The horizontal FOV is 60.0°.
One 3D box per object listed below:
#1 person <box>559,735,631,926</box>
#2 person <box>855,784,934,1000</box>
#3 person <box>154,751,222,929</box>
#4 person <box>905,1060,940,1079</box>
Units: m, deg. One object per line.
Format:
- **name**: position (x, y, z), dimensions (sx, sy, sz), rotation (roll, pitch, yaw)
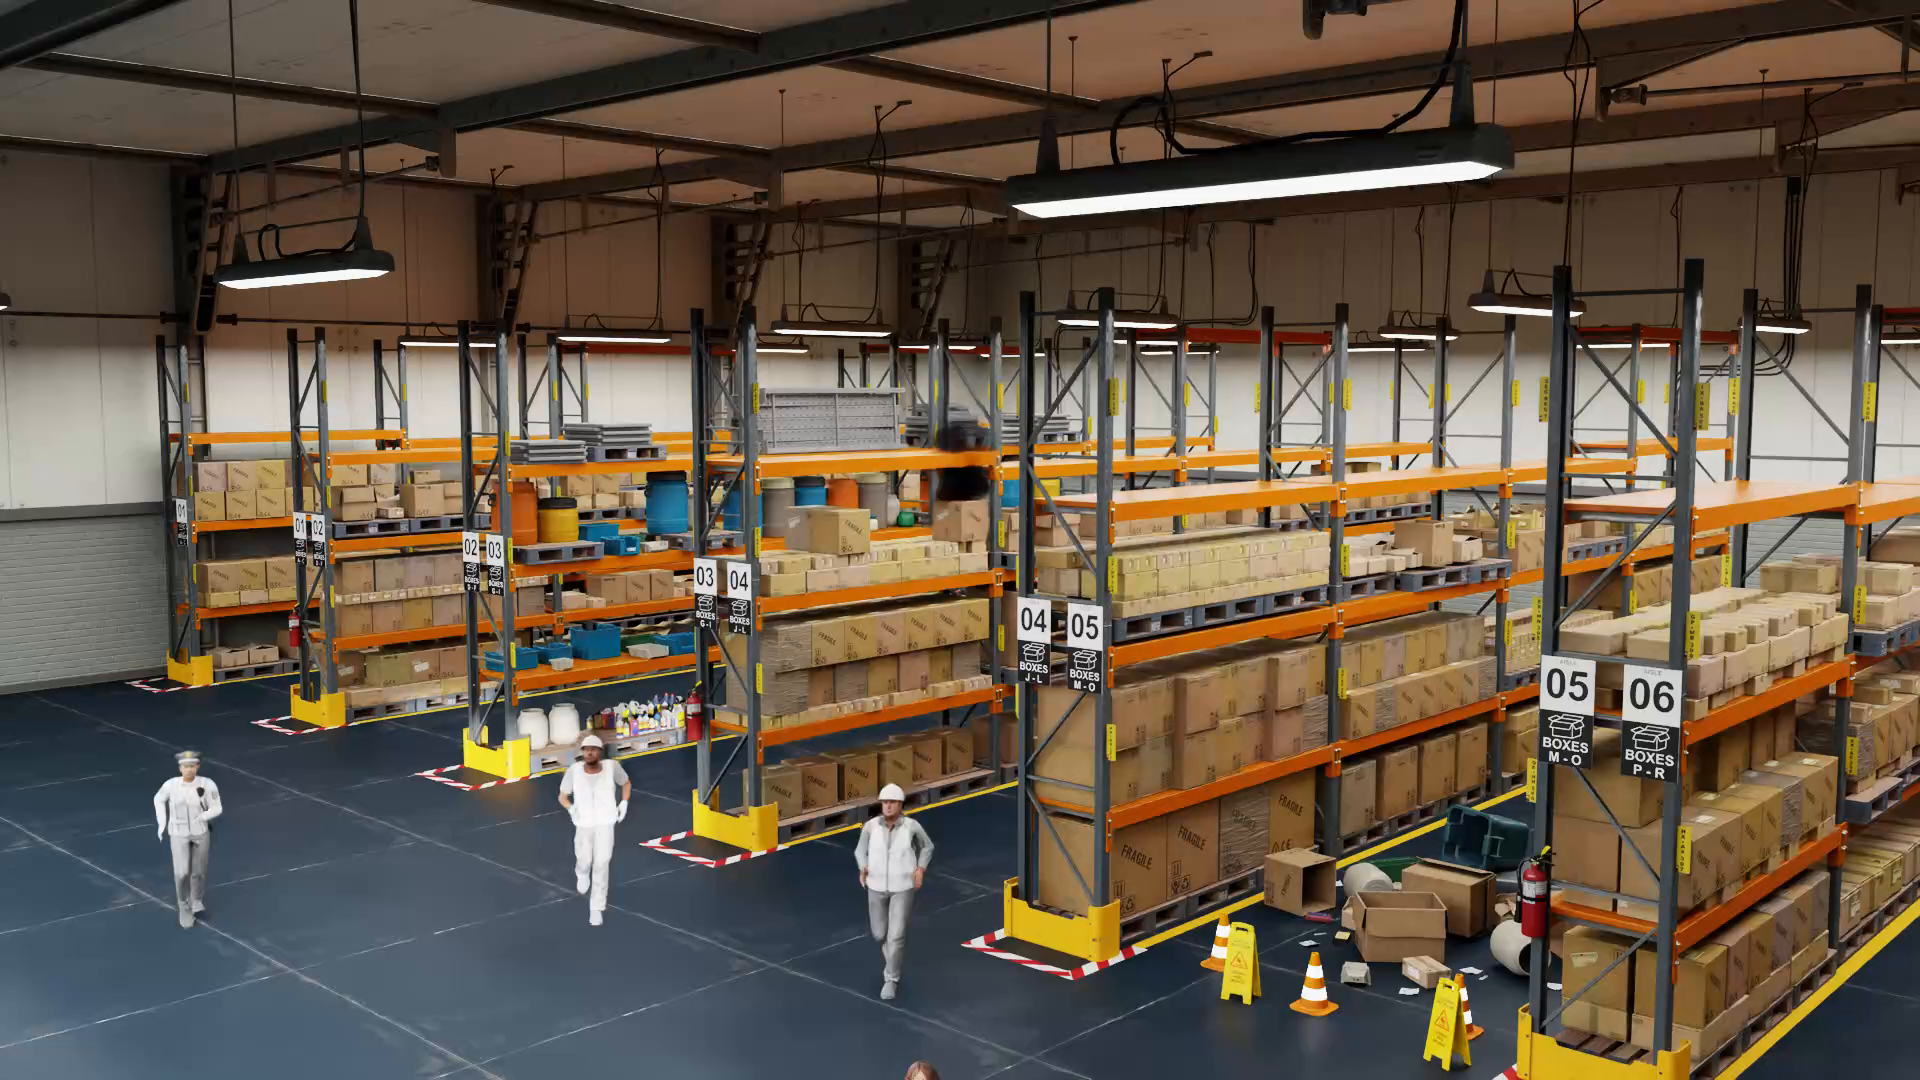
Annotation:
- **person**: position (-3.569, 2.769, 16.237), dimensions (0.667, 1.779, 0.911), rotation (-1, 5, -9)
- **person**: position (-0.572, 2.966, 14.296), dimensions (0.674, 1.768, 0.823), rotation (1, 5, 8)
- **person**: position (-7.347, 2.840, 15.871), dimensions (0.572, 1.714, 0.783), rotation (-3, 6, -28)
- **person**: position (-0.216, 3.605, 8.899), dimensions (0.534, 1.468, 0.537), rotation (-1, 5, -6)
